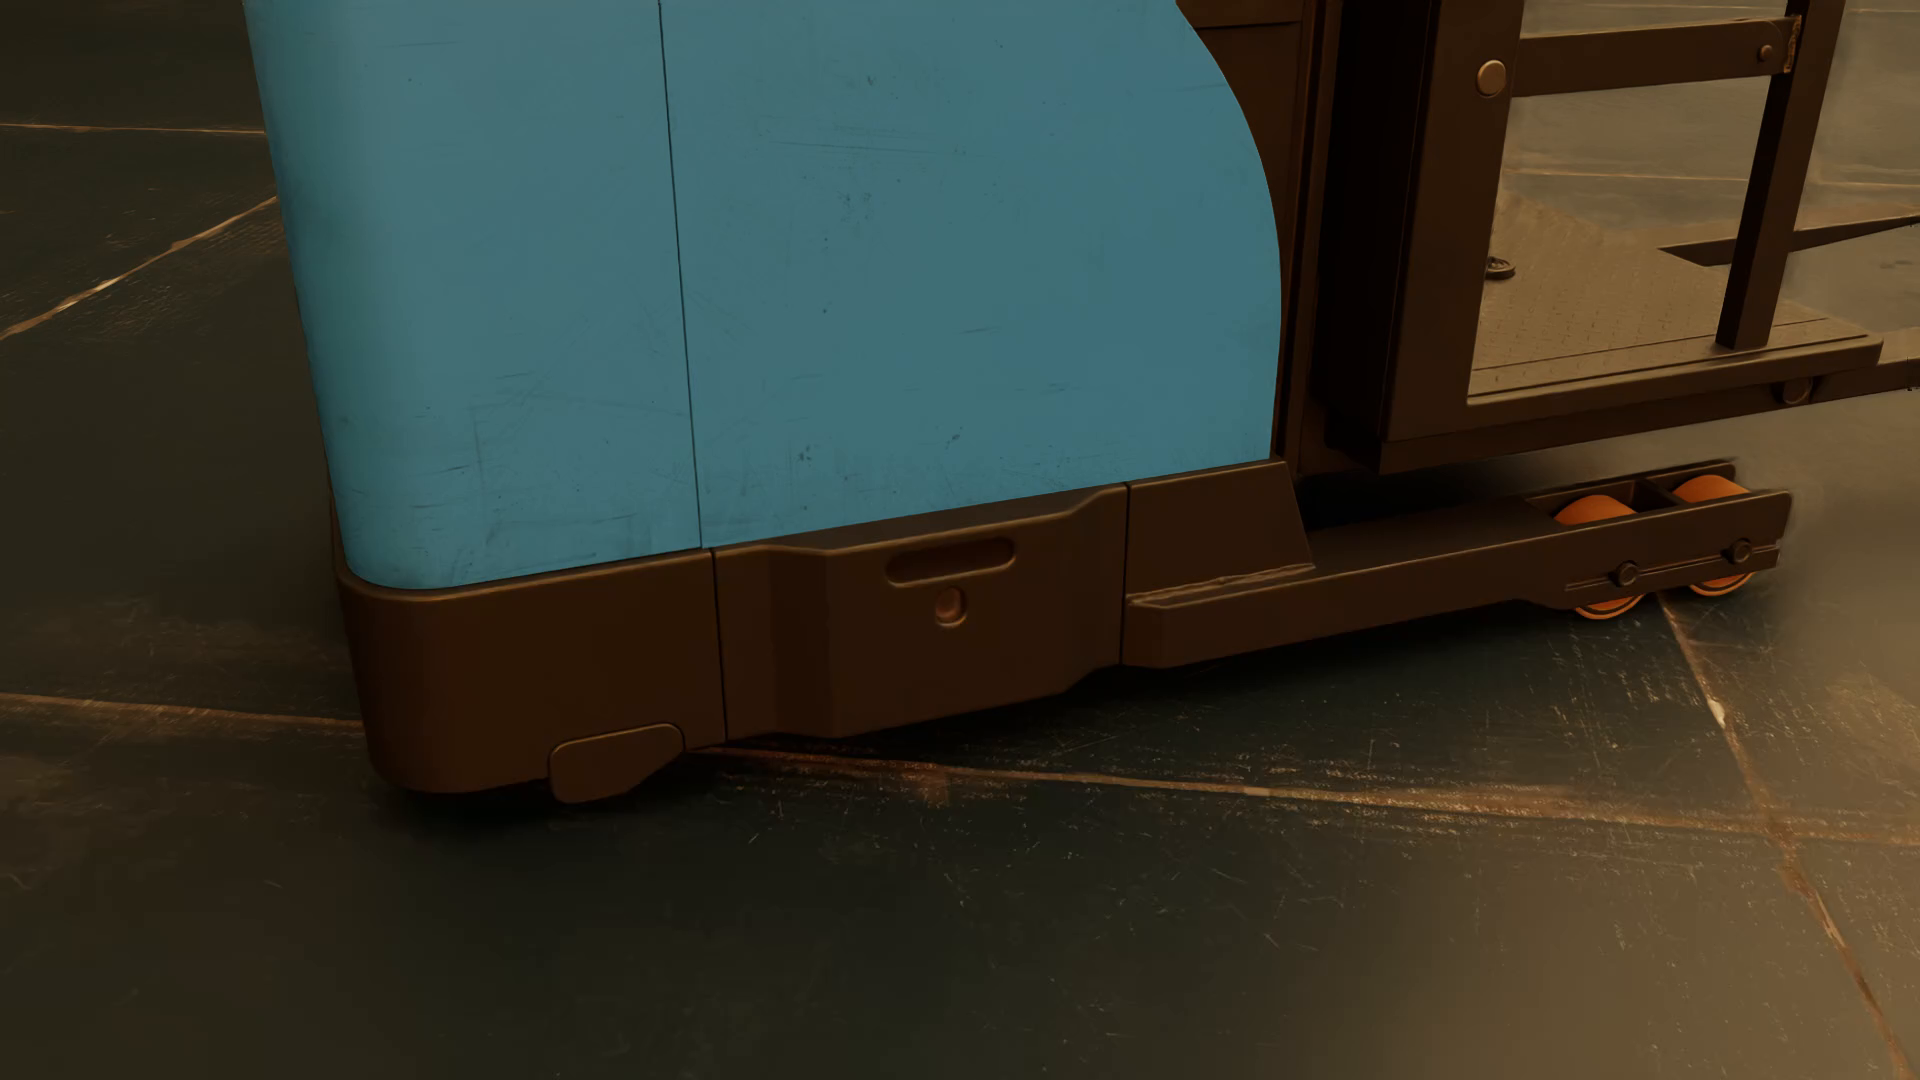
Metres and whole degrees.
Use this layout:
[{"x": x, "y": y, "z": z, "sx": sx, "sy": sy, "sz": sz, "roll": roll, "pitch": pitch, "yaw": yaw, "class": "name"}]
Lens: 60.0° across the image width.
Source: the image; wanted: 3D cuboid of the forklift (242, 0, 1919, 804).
[{"x": 0.619, "y": -1.414, "z": 2.051, "sx": 3.031, "sy": 2.935, "sz": 1.130, "roll": -9, "pitch": 28, "yaw": -18, "class": "forklift"}]
